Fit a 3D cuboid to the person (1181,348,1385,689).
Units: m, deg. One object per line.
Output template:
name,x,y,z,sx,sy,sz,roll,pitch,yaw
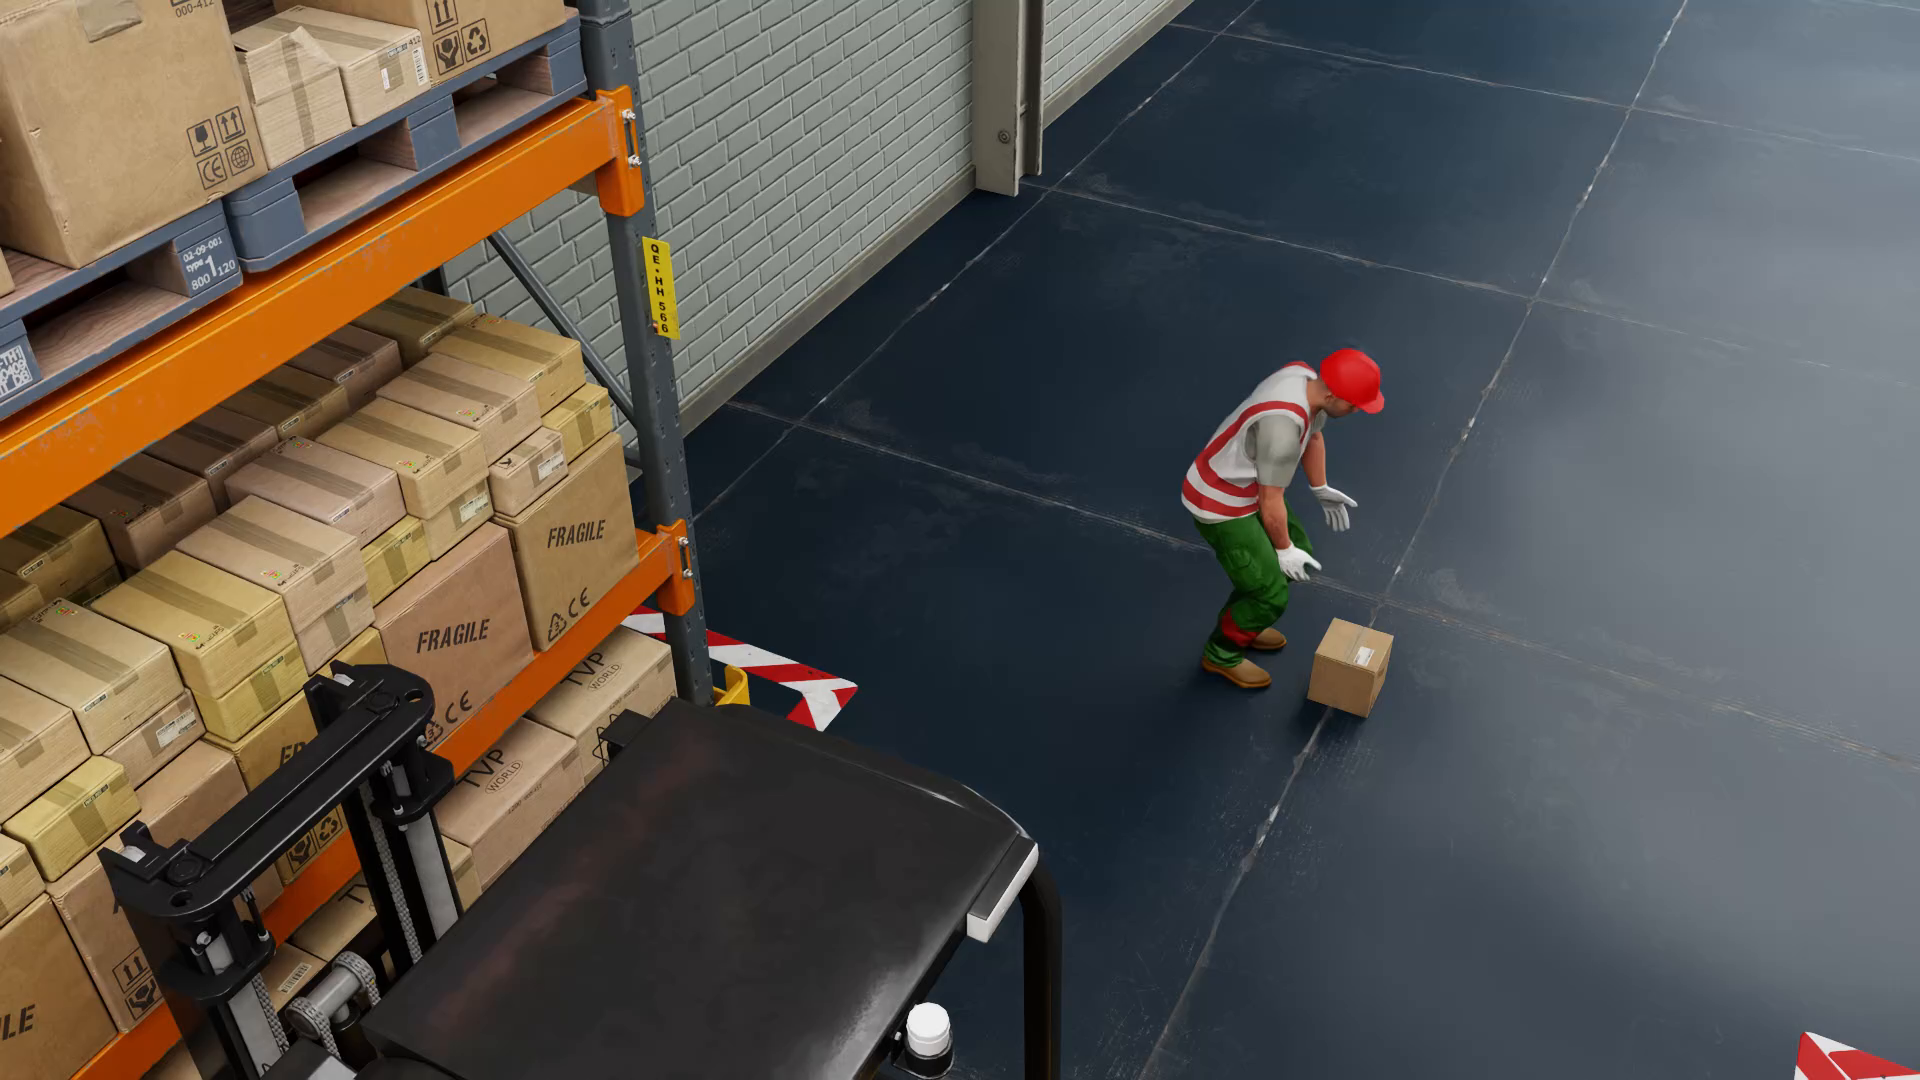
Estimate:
person,1.229,-0.130,6.515,0.690,1.528,0.579,18,41,22
